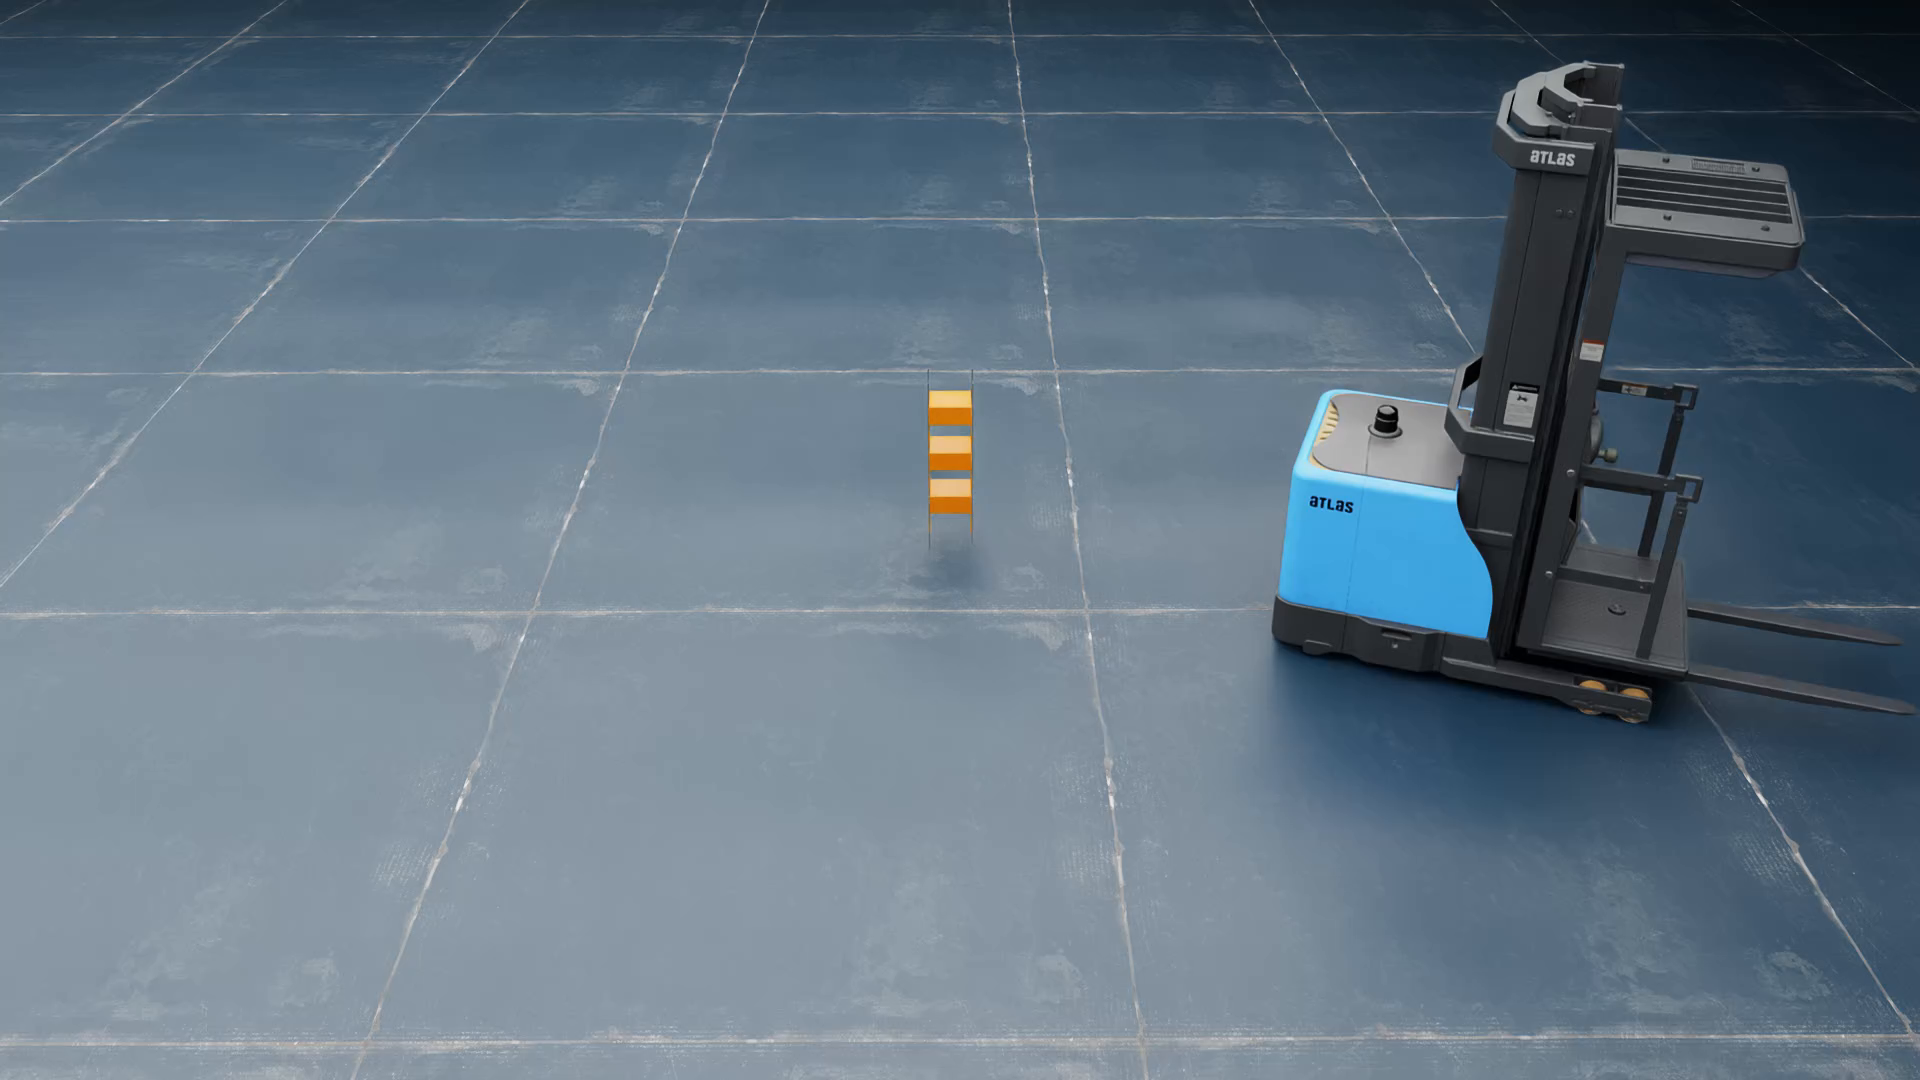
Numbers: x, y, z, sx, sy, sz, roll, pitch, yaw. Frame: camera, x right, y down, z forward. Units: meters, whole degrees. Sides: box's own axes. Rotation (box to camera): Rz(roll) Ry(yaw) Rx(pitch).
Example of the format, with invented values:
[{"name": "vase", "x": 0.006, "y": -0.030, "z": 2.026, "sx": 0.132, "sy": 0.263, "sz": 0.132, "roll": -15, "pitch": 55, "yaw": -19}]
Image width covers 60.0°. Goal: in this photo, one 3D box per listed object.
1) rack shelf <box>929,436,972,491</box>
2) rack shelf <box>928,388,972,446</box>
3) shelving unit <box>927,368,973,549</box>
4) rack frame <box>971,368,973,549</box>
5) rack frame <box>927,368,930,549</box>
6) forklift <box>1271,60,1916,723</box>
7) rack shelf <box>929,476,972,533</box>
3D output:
[{"name": "rack shelf", "x": -0.054, "y": -0.440, "z": 9.372, "sx": 0.240, "sy": 0.259, "sz": 0.215, "roll": 0, "pitch": 31, "yaw": 0}, {"name": "rack shelf", "x": -0.054, "y": -0.682, "z": 9.225, "sx": 0.240, "sy": 0.259, "sz": 0.215, "roll": 0, "pitch": 31, "yaw": 0}, {"name": "shelving unit", "x": -0.054, "y": -0.449, "z": 9.367, "sx": 0.252, "sy": 1.050, "sz": 0.215, "roll": 0, "pitch": 31, "yaw": 0}, {"name": "rack frame", "x": 0.068, "y": -0.449, "z": 9.367, "sx": 0.008, "sy": 1.050, "sz": 0.200, "roll": 0, "pitch": 31, "yaw": 0}, {"name": "rack frame", "x": -0.176, "y": -0.448, "z": 9.366, "sx": 0.008, "sy": 1.050, "sz": 0.200, "roll": 0, "pitch": 31, "yaw": 0}, {"name": "forklift", "x": 3.204, "y": -0.668, "z": 7.915, "sx": 3.031, "sy": 2.935, "sz": 1.130, "roll": 10, "pitch": 33, "yaw": 17}, {"name": "rack shelf", "x": -0.054, "y": -0.202, "z": 9.516, "sx": 0.240, "sy": 0.259, "sz": 0.215, "roll": 0, "pitch": 31, "yaw": 0}]
